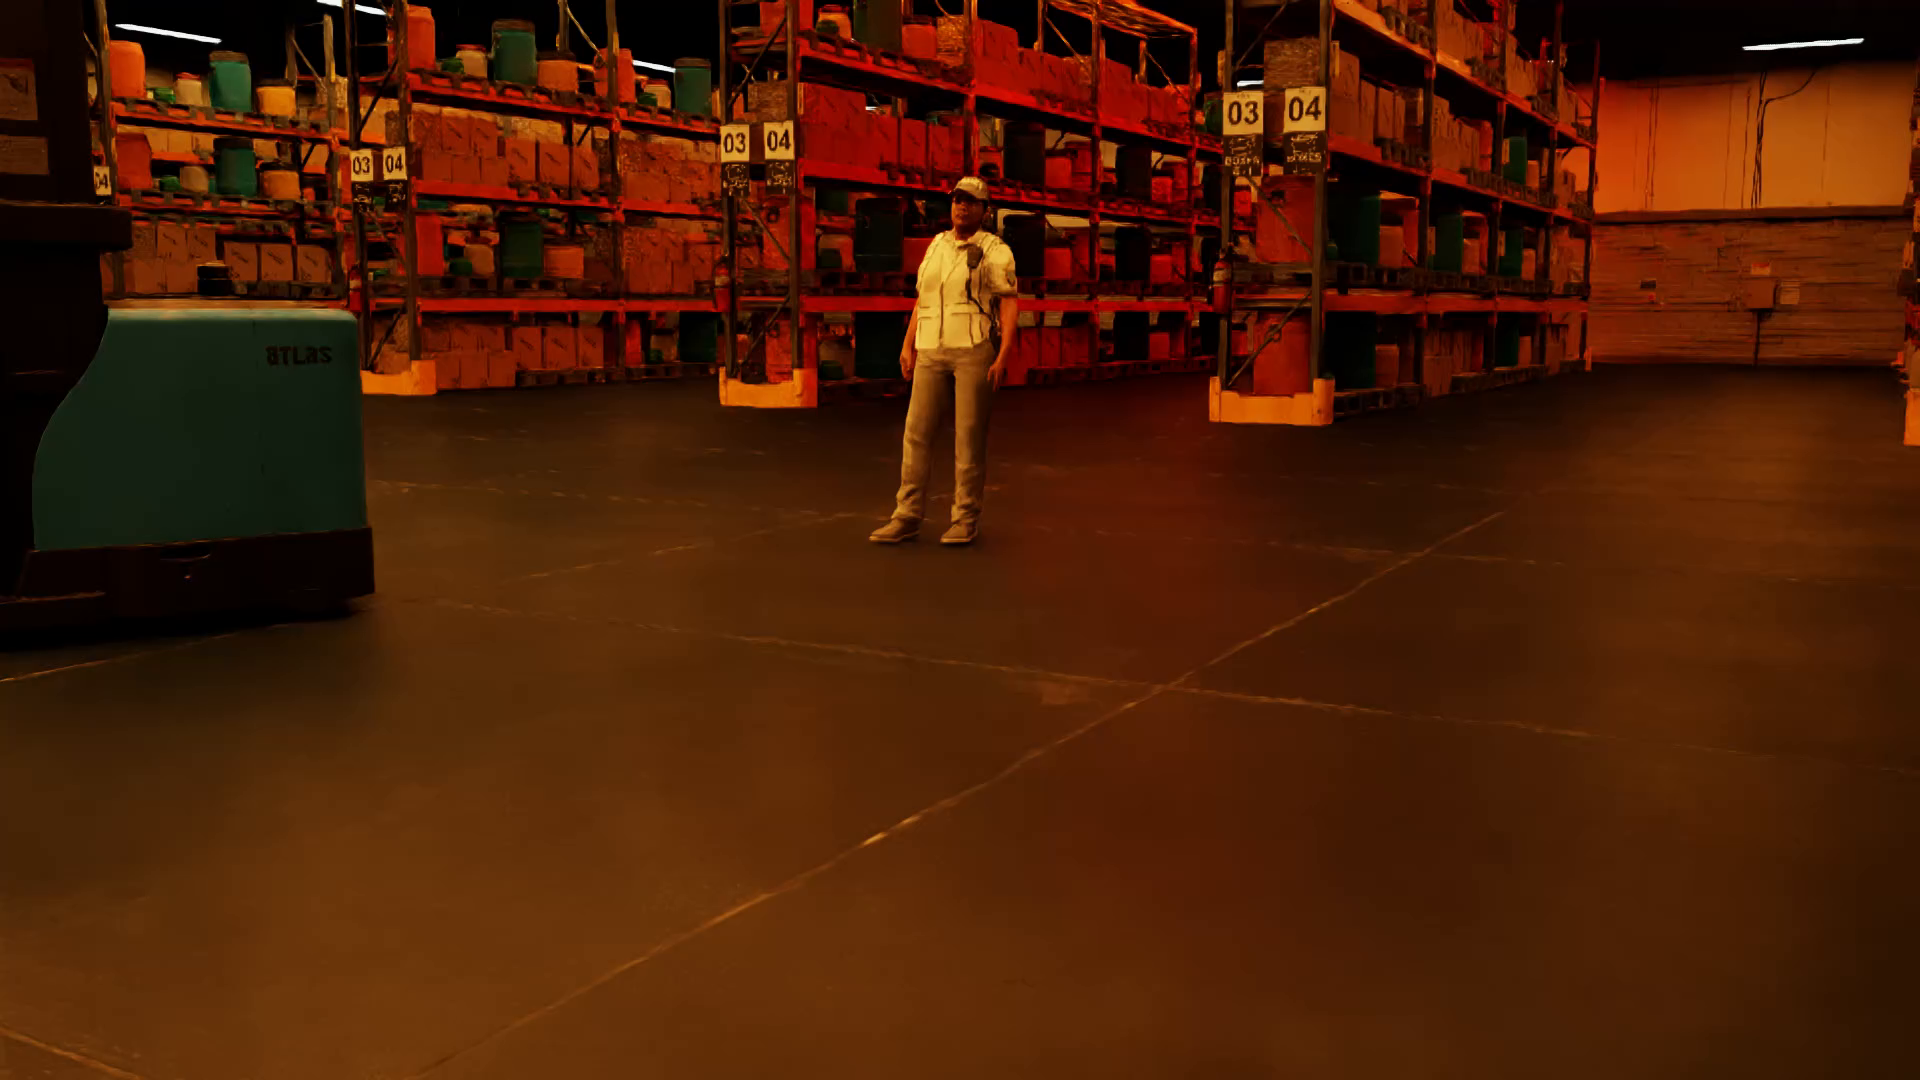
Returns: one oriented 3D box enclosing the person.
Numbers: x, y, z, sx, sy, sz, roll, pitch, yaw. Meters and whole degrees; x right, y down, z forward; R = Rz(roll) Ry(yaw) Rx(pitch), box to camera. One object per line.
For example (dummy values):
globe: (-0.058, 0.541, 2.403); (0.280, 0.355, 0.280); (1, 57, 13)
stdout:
person: (-0.057, -0.825, 7.643); (0.598, 1.669, 0.529); (4, 9, 29)

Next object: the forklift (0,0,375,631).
forklift: (-3.601, -1.133, 5.306); (3.031, 2.935, 1.130); (-5, 9, -33)
